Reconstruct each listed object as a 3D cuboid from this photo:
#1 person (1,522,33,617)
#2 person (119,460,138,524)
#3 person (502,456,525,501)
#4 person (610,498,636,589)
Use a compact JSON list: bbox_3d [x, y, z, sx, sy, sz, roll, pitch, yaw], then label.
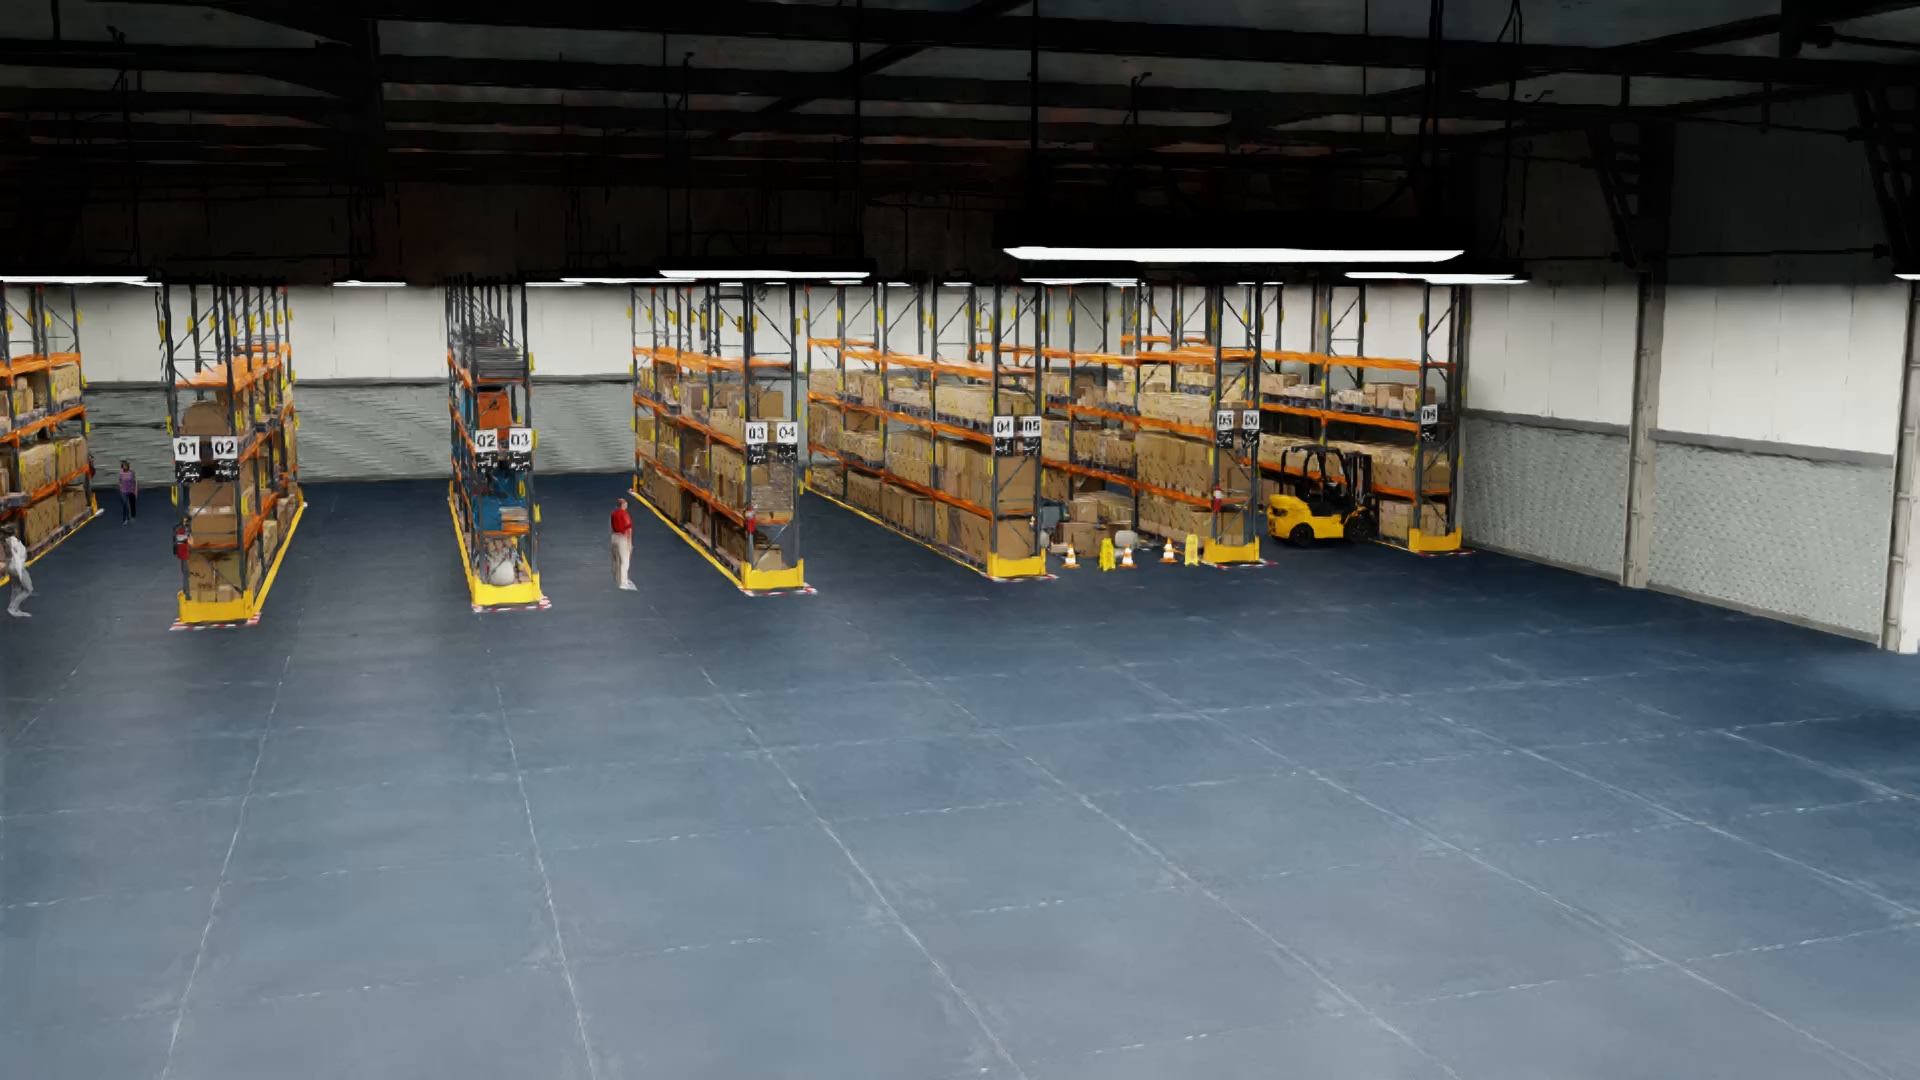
[{"bbox_3d":[-16.496,0.533,29.024,0.518,1.675,0.414,8,12,43],"label":"person"},{"bbox_3d":[-20.411,-1.199,40.846,0.430,1.540,0.948,-3,9,-19],"label":"person"},{"bbox_3d":[-11.980,-1.831,44.431,0.536,1.702,1.036,-4,10,-26],"label":"person"},{"bbox_3d":[-6.455,0.043,31.975,0.627,1.738,0.476,8,12,44],"label":"person"}]
